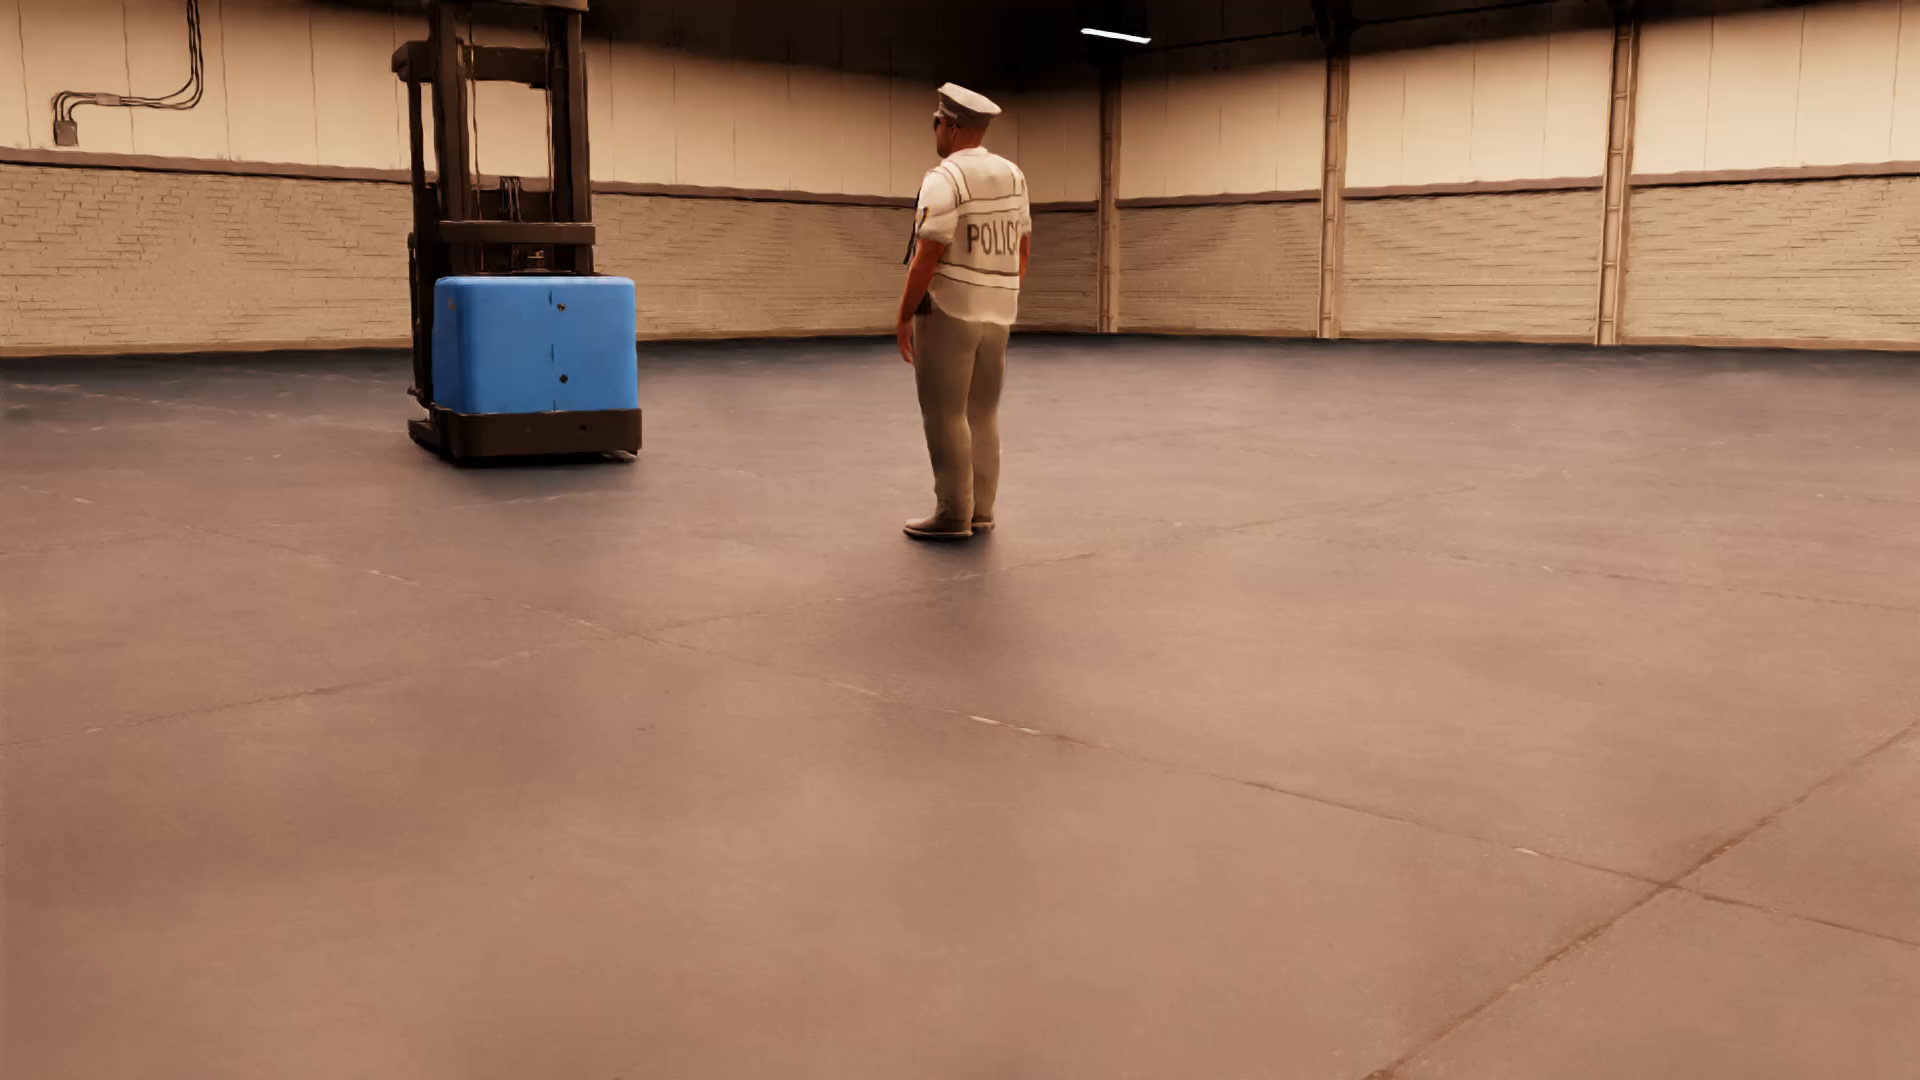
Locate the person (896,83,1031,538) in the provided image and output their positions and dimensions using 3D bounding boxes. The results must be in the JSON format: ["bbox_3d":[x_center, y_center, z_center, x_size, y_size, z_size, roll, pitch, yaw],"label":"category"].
[{"bbox_3d":[-0.048,-0.897,6.646,0.574,1.778,0.640,8,12,43],"label":"person"}]

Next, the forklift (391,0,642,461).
[{"bbox_3d":[-2.982,-2.081,10.692,1.130,2.935,3.031,-4,10,-26],"label":"forklift"}]
